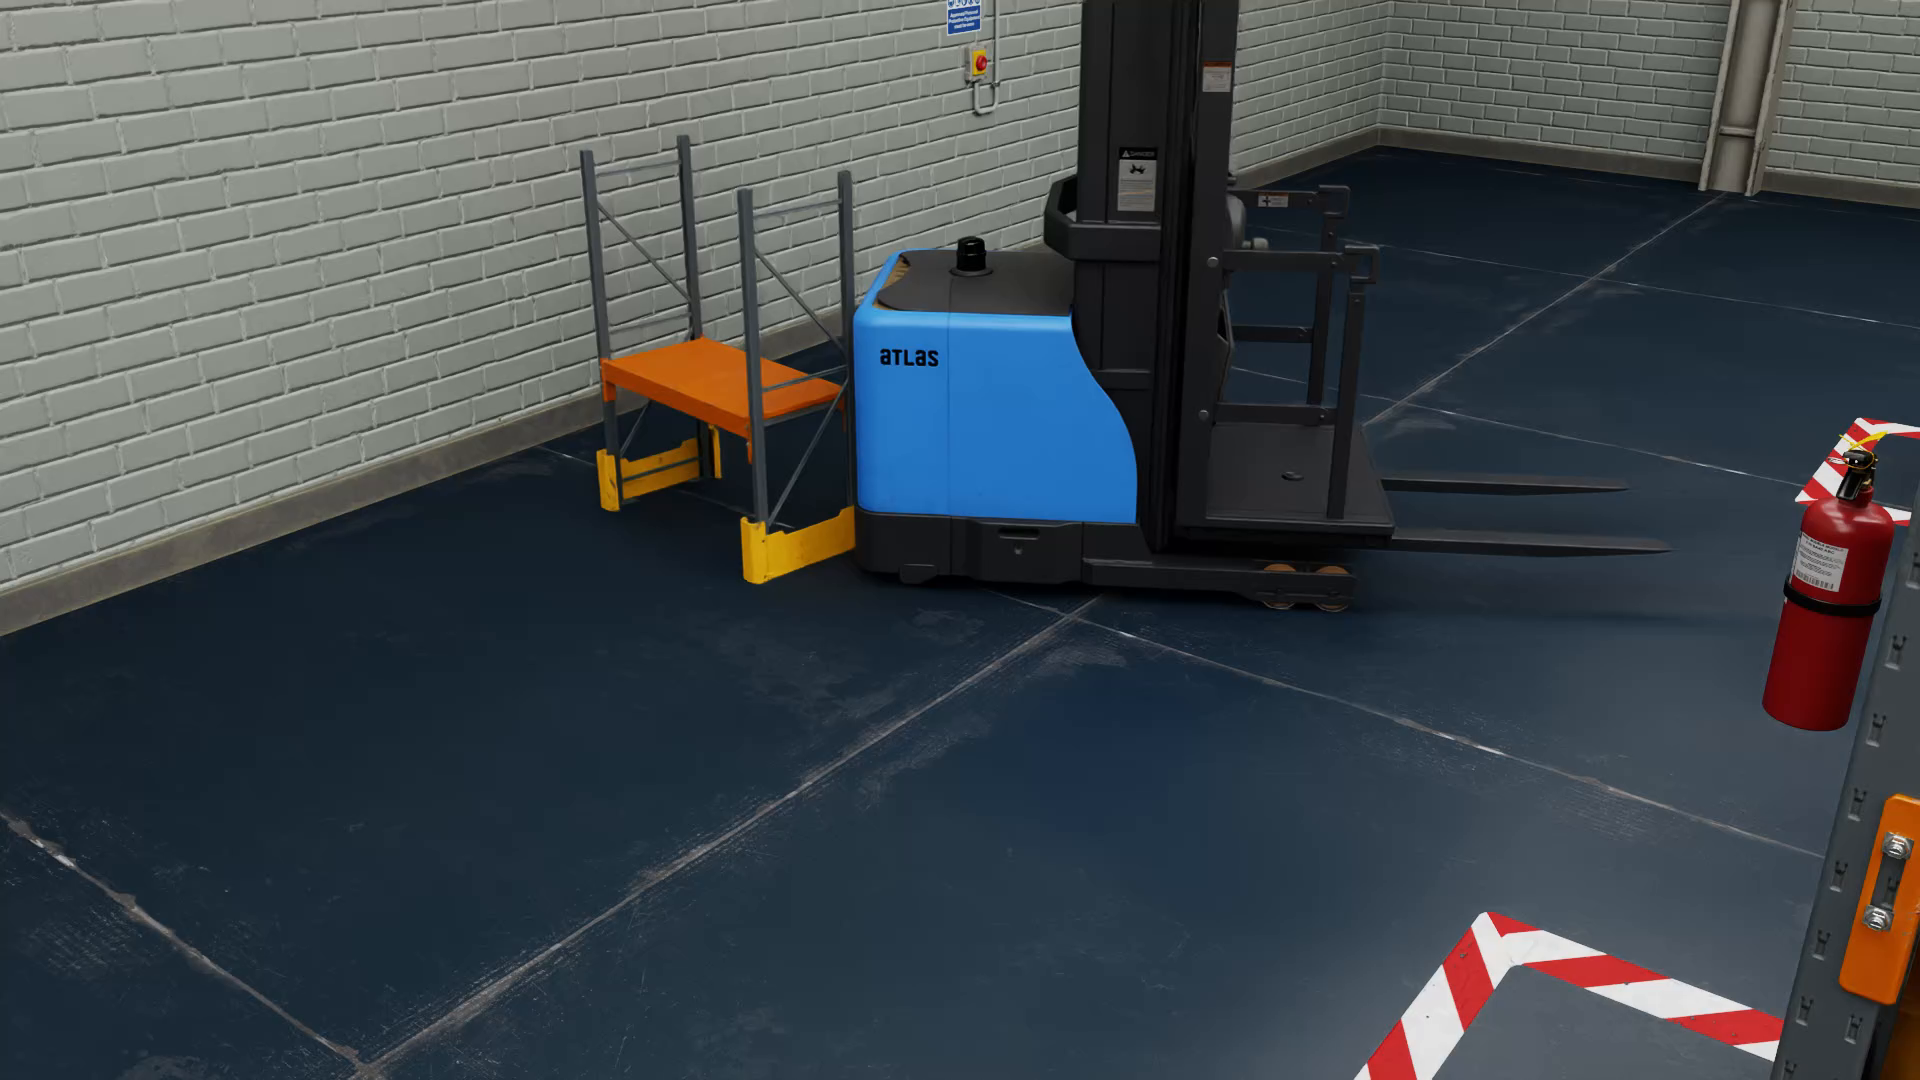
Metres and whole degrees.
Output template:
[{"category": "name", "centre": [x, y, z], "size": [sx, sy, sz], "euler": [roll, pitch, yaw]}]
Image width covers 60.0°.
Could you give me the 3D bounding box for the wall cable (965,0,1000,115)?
[{"category": "wall cable", "centre": [0.103, -3.389, 9.422], "size": [0.123, 1.953, 0.585], "euler": [17, 29, 33]}]

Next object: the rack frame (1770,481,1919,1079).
[{"category": "rack frame", "centre": [1.739, 0.069, 2.873], "size": [0.053, 2.616, 0.949], "euler": [17, 29, 33]}]

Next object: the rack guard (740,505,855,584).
[{"category": "rack guard", "centre": [-0.602, -0.035, 6.520], "size": [0.587, 0.250, 0.087], "euler": [-21, 31, -39]}]

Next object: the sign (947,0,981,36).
[{"category": "sign", "centre": [0.025, -3.032, 9.577], "size": [0.001, 0.218, 0.327], "euler": [17, 29, 33]}]

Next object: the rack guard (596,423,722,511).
[{"category": "rack guard", "centre": [-1.292, -0.325, 7.178], "size": [0.587, 0.250, 0.087], "euler": [-21, 31, -39]}]

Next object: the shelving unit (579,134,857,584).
[{"category": "shelving unit", "centre": [-0.947, -0.752, 6.597], "size": [0.587, 1.500, 1.083], "euler": [-21, 31, -39]}]

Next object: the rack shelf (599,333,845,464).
[{"category": "rack shelf", "centre": [-0.941, -0.585, 6.664], "size": [0.538, 0.185, 1.000], "euler": [-21, 31, -39]}]

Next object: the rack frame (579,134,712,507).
[{"category": "rack frame", "centre": [-1.292, -0.898, 6.927], "size": [0.500, 1.500, 0.032], "euler": [-21, 31, -39]}]

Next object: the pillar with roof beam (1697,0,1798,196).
[{"category": "pillar with roof beam", "centre": [3.404, -5.455, 7.970], "size": [0.400, 9.000, 9.100], "euler": [17, 29, 33]}]

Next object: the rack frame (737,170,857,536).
[{"category": "rack frame", "centre": [-0.589, -0.602, 6.256], "size": [0.500, 1.500, 0.032], "euler": [-21, 31, -39]}]

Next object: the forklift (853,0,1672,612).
[{"category": "forklift", "centre": [1.152, -1.302, 6.069], "size": [3.031, 2.935, 1.130], "euler": [3, 24, 6]}]

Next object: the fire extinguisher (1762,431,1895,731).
[{"category": "fire extinguisher", "centre": [1.816, 0.064, 3.442], "size": [0.183, 0.674, 0.296], "euler": [17, 29, 33]}]

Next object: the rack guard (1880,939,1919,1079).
[{"category": "rack guard", "centre": [1.802, 1.230, 3.338], "size": [0.348, 0.500, 1.175], "euler": [17, 29, 33]}]

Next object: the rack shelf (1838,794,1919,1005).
[{"category": "rack shelf", "centre": [3.341, 0.881, 1.923], "size": [4.000, 0.370, 1.077], "euler": [17, 29, 33]}]
